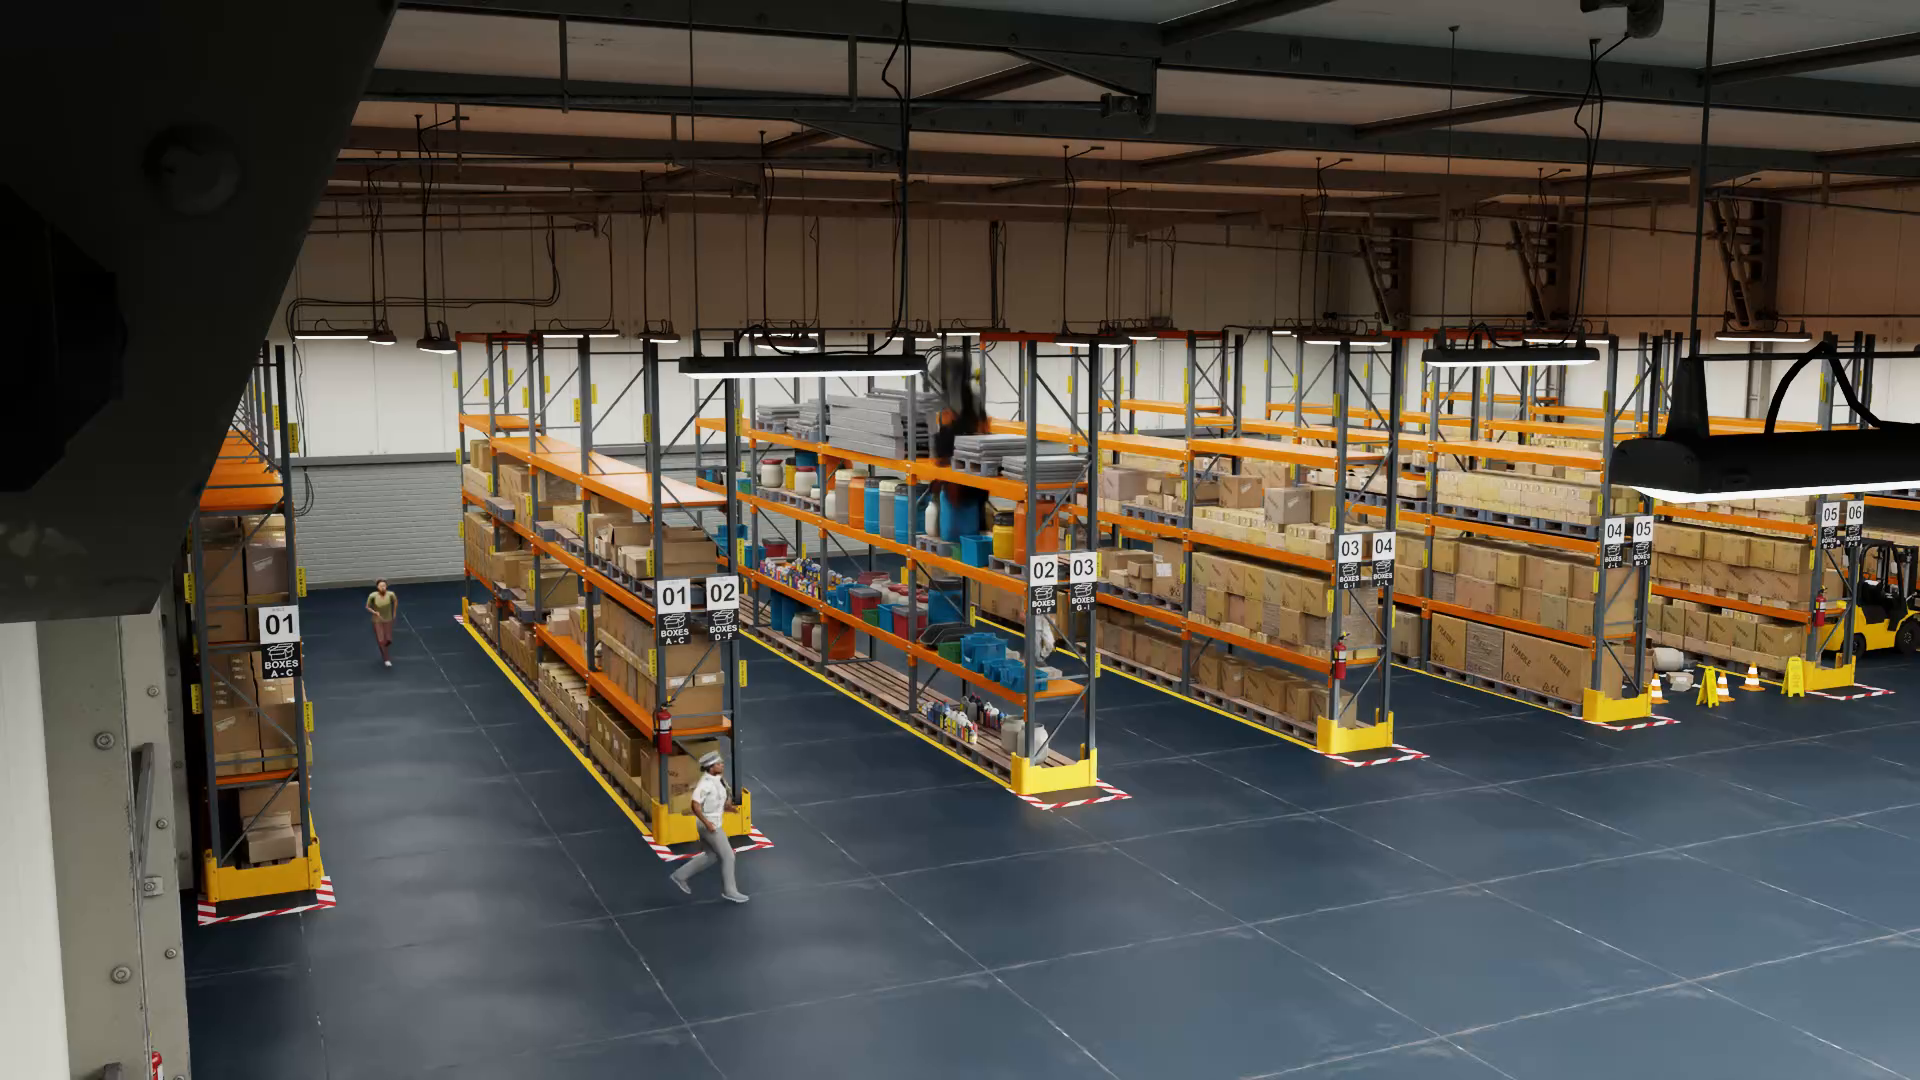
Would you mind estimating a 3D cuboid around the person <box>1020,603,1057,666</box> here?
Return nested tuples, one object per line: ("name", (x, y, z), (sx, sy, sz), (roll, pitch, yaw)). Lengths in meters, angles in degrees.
("person", (1.393, 1.538, 28.894), (0.681, 1.677, 0.783), (-4, 8, -25))

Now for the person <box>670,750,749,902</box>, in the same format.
("person", (-2.714, 3.094, 17.968), (0.836, 1.694, 0.599), (-1, 8, -5))

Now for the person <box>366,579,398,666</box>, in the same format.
("person", (-10.489, 1.481, 30.201), (0.568, 1.612, 0.700), (-4, 8, -25))
